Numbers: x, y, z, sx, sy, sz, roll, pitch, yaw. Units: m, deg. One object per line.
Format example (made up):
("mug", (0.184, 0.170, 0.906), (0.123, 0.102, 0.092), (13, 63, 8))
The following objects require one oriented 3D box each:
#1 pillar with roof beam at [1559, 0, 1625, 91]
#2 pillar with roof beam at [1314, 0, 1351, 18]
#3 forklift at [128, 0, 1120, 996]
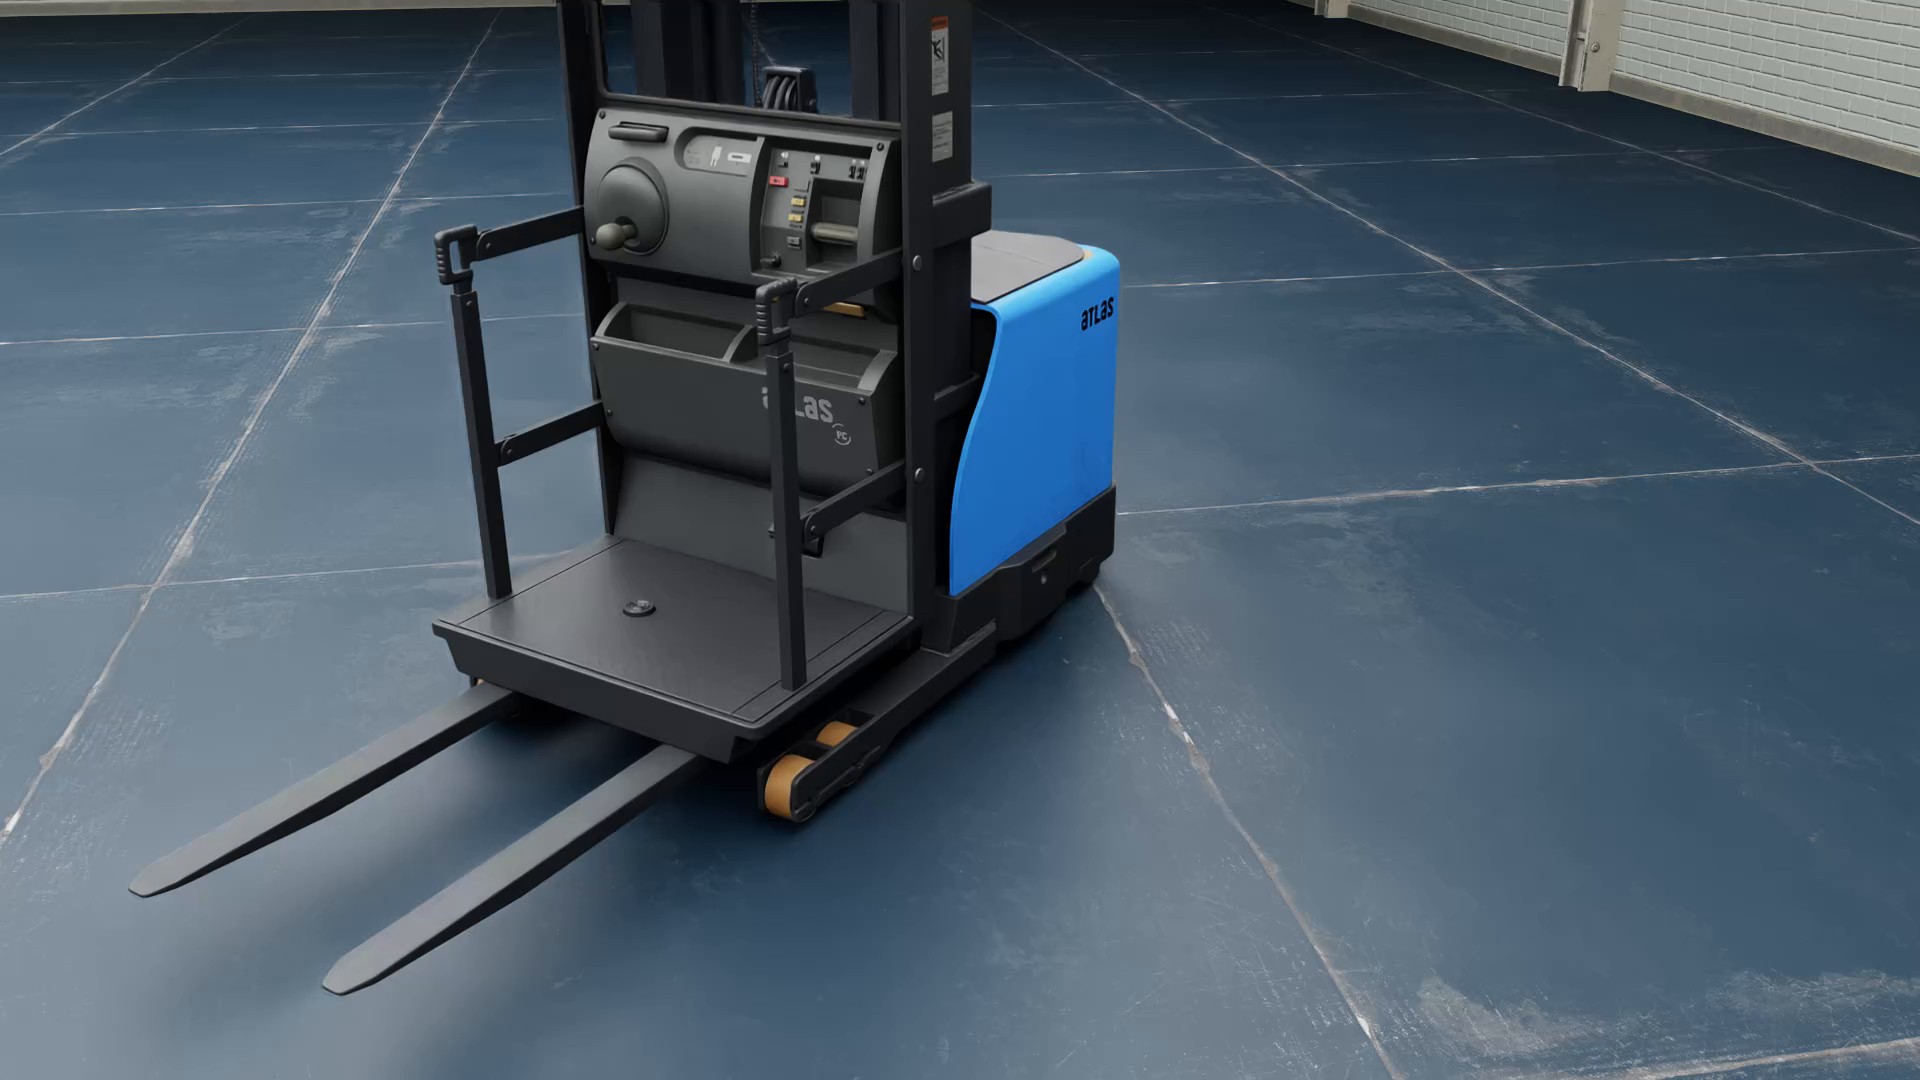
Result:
("pillar with roof beam", (1.496, -7.952, 12.714), (9.100, 9.000, 0.400), (-4, 24, -10))
("pillar with roof beam", (0.387, -10.312, 18.118), (9.100, 9.000, 0.400), (-4, 24, -10))
("forklift", (-0.688, -0.852, 4.040), (1.130, 2.935, 3.031), (14, 27, 28))
